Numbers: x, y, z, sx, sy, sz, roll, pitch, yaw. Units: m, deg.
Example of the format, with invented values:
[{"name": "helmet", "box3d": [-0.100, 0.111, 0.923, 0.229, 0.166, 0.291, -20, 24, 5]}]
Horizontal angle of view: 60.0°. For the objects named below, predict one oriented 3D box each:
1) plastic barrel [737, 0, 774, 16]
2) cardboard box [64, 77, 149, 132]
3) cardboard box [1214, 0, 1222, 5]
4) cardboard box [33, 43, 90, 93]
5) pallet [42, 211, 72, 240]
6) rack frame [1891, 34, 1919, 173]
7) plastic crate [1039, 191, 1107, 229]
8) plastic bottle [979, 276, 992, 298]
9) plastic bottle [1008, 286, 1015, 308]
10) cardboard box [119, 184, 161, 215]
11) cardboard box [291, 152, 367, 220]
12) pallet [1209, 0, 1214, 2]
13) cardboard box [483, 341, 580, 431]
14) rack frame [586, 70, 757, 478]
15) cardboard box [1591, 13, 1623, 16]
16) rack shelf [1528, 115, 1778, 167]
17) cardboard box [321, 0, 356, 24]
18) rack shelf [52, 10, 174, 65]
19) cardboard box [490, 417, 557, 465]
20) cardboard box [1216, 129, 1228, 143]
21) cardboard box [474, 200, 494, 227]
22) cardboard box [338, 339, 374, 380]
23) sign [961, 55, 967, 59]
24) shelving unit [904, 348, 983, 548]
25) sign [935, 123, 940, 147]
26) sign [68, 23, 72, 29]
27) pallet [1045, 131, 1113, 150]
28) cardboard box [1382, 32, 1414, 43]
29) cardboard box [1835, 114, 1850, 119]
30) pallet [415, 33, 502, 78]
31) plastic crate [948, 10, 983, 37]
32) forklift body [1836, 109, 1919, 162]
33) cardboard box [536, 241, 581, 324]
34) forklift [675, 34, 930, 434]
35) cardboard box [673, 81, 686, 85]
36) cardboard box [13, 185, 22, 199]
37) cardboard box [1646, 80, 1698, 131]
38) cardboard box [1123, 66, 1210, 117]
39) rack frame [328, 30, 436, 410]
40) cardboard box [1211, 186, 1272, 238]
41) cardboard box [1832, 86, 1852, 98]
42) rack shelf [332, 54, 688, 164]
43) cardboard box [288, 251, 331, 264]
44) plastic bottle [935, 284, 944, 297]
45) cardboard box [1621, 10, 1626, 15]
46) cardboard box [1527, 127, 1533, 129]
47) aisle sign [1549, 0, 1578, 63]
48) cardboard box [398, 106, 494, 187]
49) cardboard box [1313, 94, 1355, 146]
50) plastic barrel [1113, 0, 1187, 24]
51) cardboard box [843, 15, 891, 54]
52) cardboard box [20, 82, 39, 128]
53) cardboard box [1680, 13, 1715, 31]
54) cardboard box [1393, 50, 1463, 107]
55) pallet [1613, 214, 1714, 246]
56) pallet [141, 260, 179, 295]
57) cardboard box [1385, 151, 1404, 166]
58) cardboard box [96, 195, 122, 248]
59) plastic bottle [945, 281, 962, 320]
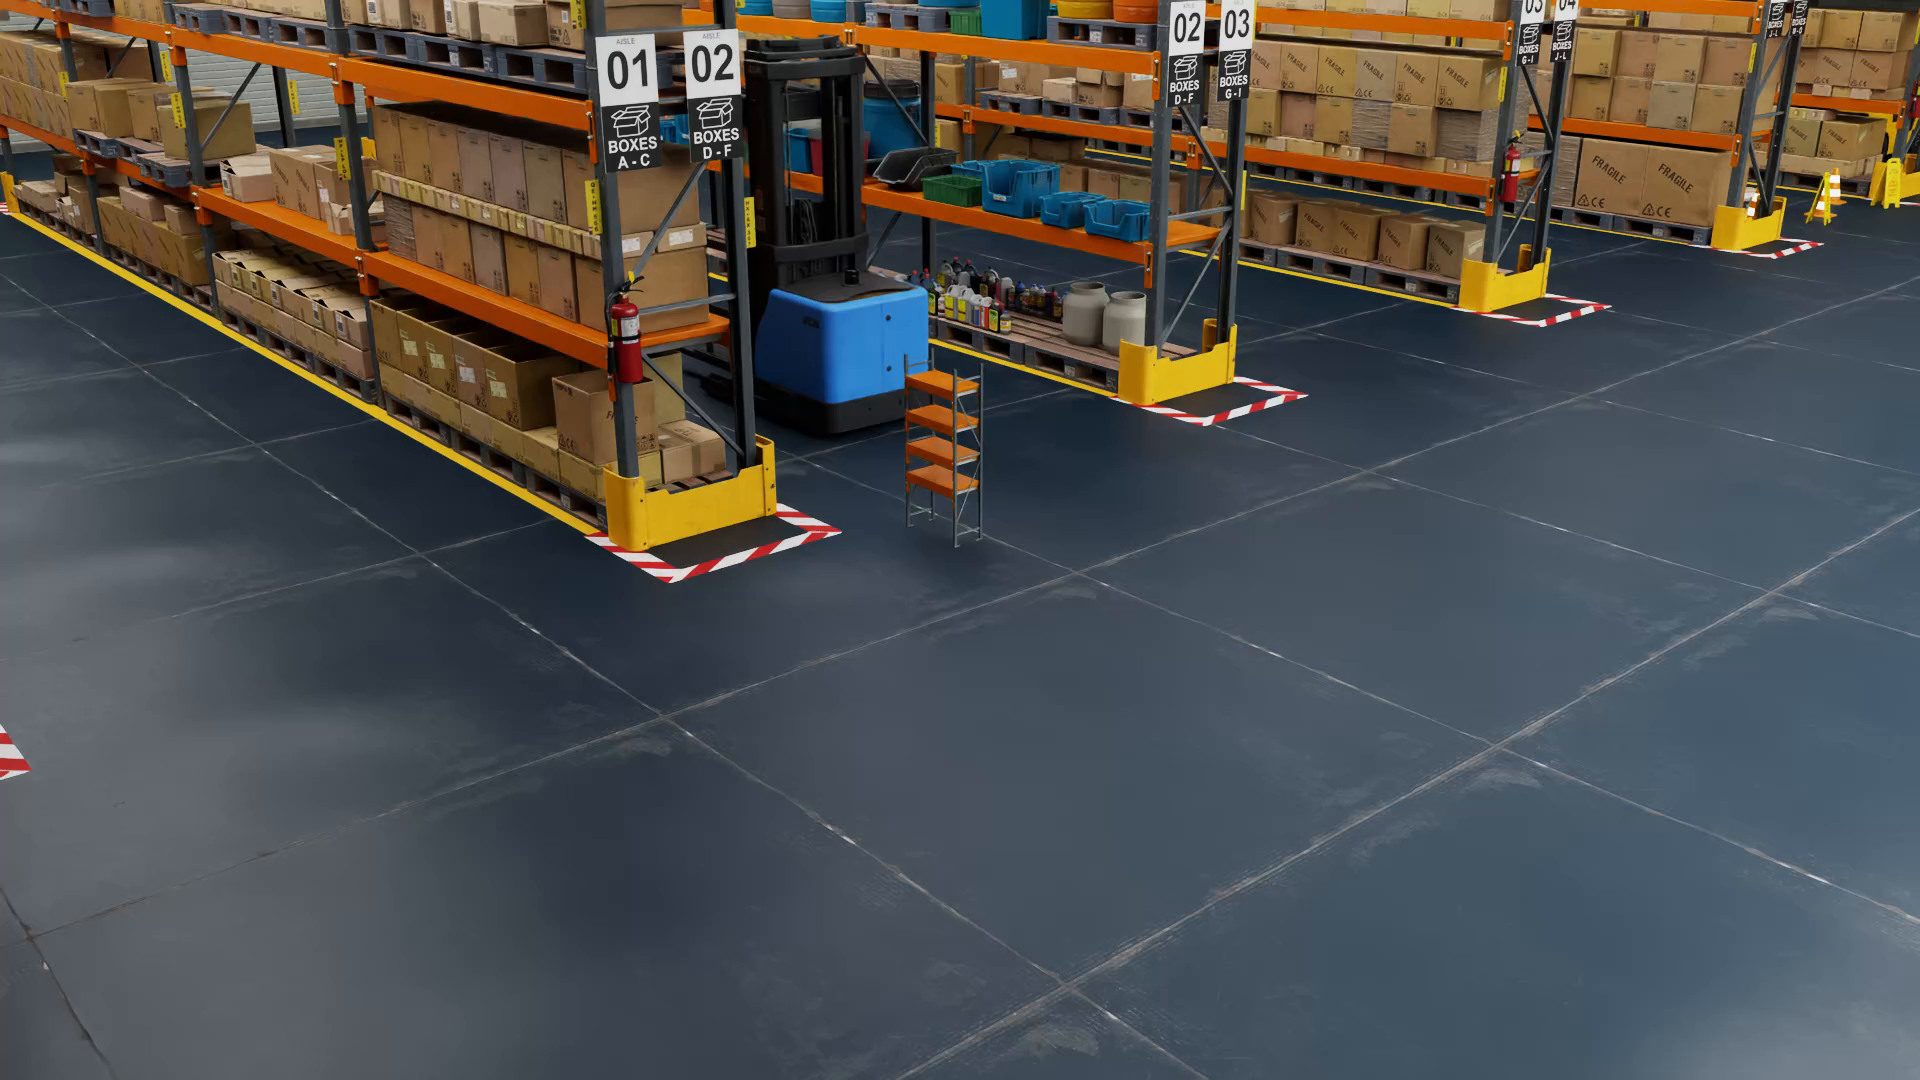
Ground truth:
[{"name": "plastic barrel", "box3d": [-2.014, -5.867, 17.051, 0.600, 0.901, 0.708, -17, 27, -37]}, {"name": "cardboard box", "box3d": [-9.501, -4.877, 18.610, 0.500, 0.500, 0.700, 12, 24, 28]}, {"name": "cardboard box", "box3d": [3.188, -6.108, 18.558, 0.500, 0.250, 0.500, -19, 28, -39]}, {"name": "cardboard box", "box3d": [-10.504, -5.550, 19.534, 0.500, 0.500, 0.500, -18, 28, -38]}, {"name": "pallet", "box3d": [-10.889, -4.048, 21.030, 1.003, 0.211, 1.213, -17, 27, -37]}, {"name": "rack frame", "box3d": [13.207, -6.220, 22.752, 1.000, 3.000, 0.127, -17, 27, -37]}, {"name": "plastic crate", "box3d": [0.974, -2.861, 14.378, 0.499, 0.251, 0.408, -17, 27, -37]}, {"name": "plastic bottle", "box3d": [0.250, -2.444, 16.233, 0.061, 0.283, 0.133, -17, 27, -37]}, {"name": "plastic bottle", "box3d": [0.512, -2.365, 16.144, 0.097, 0.201, 0.097, 0, 21, 0]}, {"name": "cardboard box", "box3d": [-8.857, -3.741, 18.219, 0.500, 0.250, 0.500, -17, 27, -37]}, {"name": "cardboard box", "box3d": [-5.579, -3.156, 14.790, 0.500, 0.500, 0.500, -17, 27, -37]}, {"name": "pallet", "box3d": [2.766, -6.471, 19.538, 1.213, 0.211, 1.003, -17, 27, -37]}, {"name": "cardboard box", "box3d": [-3.047, -1.118, 11.893, 0.500, 0.500, 0.500, -17, 27, -37]}, {"name": "rack frame", "box3d": [-1.808, -1.504, 10.711, 1.000, 3.000, 0.127, -17, 27, -37]}, {"name": "cardboard box", "box3d": [10.179, -8.042, 26.283, 0.500, 0.500, 0.500, -17, 27, -37]}, {"name": "rack shelf", "box3d": [8.217, -5.231, 21.214, 1.077, 0.370, 4.000, -17, 27, -37]}, {"name": "cardboard box", "box3d": [-4.814, -4.304, 13.376, 0.500, 0.250, 0.500, -14, 25, -32]}, {"name": "rack shelf", "box3d": [-8.336, -5.328, 17.349, 1.077, 0.370, 4.000, -17, 27, -37]}, {"name": "cardboard box", "box3d": [-3.045, -0.770, 12.031, 0.500, 0.250, 0.500, -17, 27, -37]}, {"name": "cardboard box", "box3d": [3.154, -4.646, 19.078, 0.380, 0.149, 0.250, -17, 27, -37]}, {"name": "cardboard box", "box3d": [-3.216, -2.341, 11.821, 0.380, 0.149, 0.250, -18, 28, -38]}, {"name": "cardboard box", "box3d": [-4.909, -1.570, 14.073, 0.500, 0.250, 0.500, -18, 28, -38]}, {"name": "sign", "box3d": [0.059, -6.477, 21.821, 0.100, 0.325, 0.005, -17, 27, -37]}, {"name": "shelving unit", "box3d": [-0.108, -0.604, 10.882, 0.258, 1.200, 0.503, -17, 27, -37]}, {"name": "sign", "box3d": [-0.240, -4.044, 16.816, 0.100, 0.325, 0.005, -17, 27, -37]}, {"name": "sign", "box3d": [-11.819, -6.737, 22.051, 0.100, 0.325, 0.005, -17, 27, -37]}, {"name": "pallet", "box3d": [2.199, -6.816, 28.097, 1.003, 0.211, 1.213, -17, 27, -37]}, {"name": "cardboard box", "box3d": [6.246, -6.909, 23.002, 0.700, 0.500, 0.500, -18, 28, -38]}, {"name": "cardboard box", "box3d": [12.529, -5.923, 24.160, 0.500, 0.500, 0.500, -19, 28, -39]}, {"name": "pallet", "box3d": [-3.051, -3.398, 11.555, 1.003, 0.211, 1.213, -17, 27, -37]}, {"name": "plastic crate", "box3d": [0.159, -4.584, 14.753, 0.336, 0.188, 0.450, -17, 27, -37]}, {"name": "forklift body", "box3d": [14.345, -7.097, 26.155, 2.313, 2.155, 1.214, -17, 27, -37]}, {"name": "cardboard box", "box3d": [-2.450, -1.826, 11.397, 0.700, 0.500, 0.500, -17, 27, -36]}, {"name": "forklift", "box3d": [-1.558, -2.654, 13.741, 1.130, 2.935, 3.031, -17, 27, -36]}, {"name": "cardboard box", "box3d": [-4.267, -7.330, 27.923, 0.875, 0.875, 0.875, -17, 27, -37]}, {"name": "cardboard box", "box3d": [-12.239, -4.604, 21.932, 0.380, 0.149, 0.250, -17, 27, -37]}, {"name": "cardboard box", "box3d": [8.870, -5.322, 20.254, 0.875, 0.550, 0.550, -17, 27, -37]}, {"name": "cardboard box", "box3d": [2.676, -5.694, 20.010, 1.000, 1.000, 1.000, -17, 27, -37]}, {"name": "rack frame", "box3d": [-4.419, -2.609, 13.532, 1.000, 3.000, 0.127, -17, 27, -37]}, {"name": "cardboard box", "box3d": [3.319, -3.878, 19.623, 0.500, 0.500, 0.500, -18, 28, -39]}, {"name": "cardboard box", "box3d": [12.400, -6.275, 23.237, 0.380, 0.149, 0.250, -18, 28, -38]}, {"name": "rack shelf", "box3d": [-3.114, -3.118, 11.706, 1.077, 0.370, 4.000, -17, 27, -37]}, {"name": "cardboard box", "box3d": [-6.158, -2.662, 16.094, 0.500, 0.311, 0.500, -18, 28, -38]}, {"name": "plastic bottle", "box3d": [-0.204, -2.316, 15.922, 0.097, 0.271, 0.097, 0, 21, 0]}, {"name": "cardboard box", "box3d": [12.270, -9.596, 30.345, 0.380, 0.149, 0.250, -17, 27, -37]}, {"name": "cardboard box", "box3d": [7.269, -5.135, 22.319, 0.875, 0.875, 0.875, -17, 27, -37]}, {"name": "aisle sign", "box3d": [5.967, -5.126, 16.393, 0.394, 0.787, 0.004, -17, 27, -37]}, {"name": "cardboard box", "box3d": [-3.794, -2.999, 12.612, 0.700, 0.500, 0.500, -18, 27, -38]}, {"name": "cardboard box", "box3d": [4.332, -4.604, 18.080, 0.875, 0.500, 0.500, -17, 27, -37]}, {"name": "plastic barrel", "box3d": [1.533, -4.578, 13.282, 0.600, 0.830, 0.708, -17, 27, -37]}, {"name": "cardboard box", "box3d": [-1.272, -7.323, 24.056, 0.797, 0.503, 0.637, -17, 27, -37]}, {"name": "cardboard box", "box3d": [-11.171, -5.366, 20.435, 0.500, 0.500, 0.500, -17, 27, -37]}, {"name": "cardboard box", "box3d": [11.035, -7.656, 24.503, 0.700, 0.500, 0.500, -17, 27, -37]}, {"name": "cardboard box", "box3d": [4.822, -4.742, 17.061, 0.500, 0.500, 0.500, -17, 27, -37]}, {"name": "pallet", "box3d": [8.941, -3.918, 20.697, 1.003, 0.211, 1.213, -17, 27, -37]}, {"name": "pallet", "box3d": [-8.281, -2.968, 18.272, 1.003, 0.211, 1.213, -17, 27, -37]}, {"name": "cardboard box", "box3d": [4.708, -4.051, 17.559, 0.380, 0.149, 0.250, -17, 27, -37]}, {"name": "cardboard box", "box3d": [-9.510, -3.669, 19.062, 0.500, 0.500, 0.500, -19, 28, -40]}, {"name": "plastic bottle", "box3d": [-0.051, -2.267, 15.688, 0.144, 0.351, 0.185, -18, 27, -38]}]
